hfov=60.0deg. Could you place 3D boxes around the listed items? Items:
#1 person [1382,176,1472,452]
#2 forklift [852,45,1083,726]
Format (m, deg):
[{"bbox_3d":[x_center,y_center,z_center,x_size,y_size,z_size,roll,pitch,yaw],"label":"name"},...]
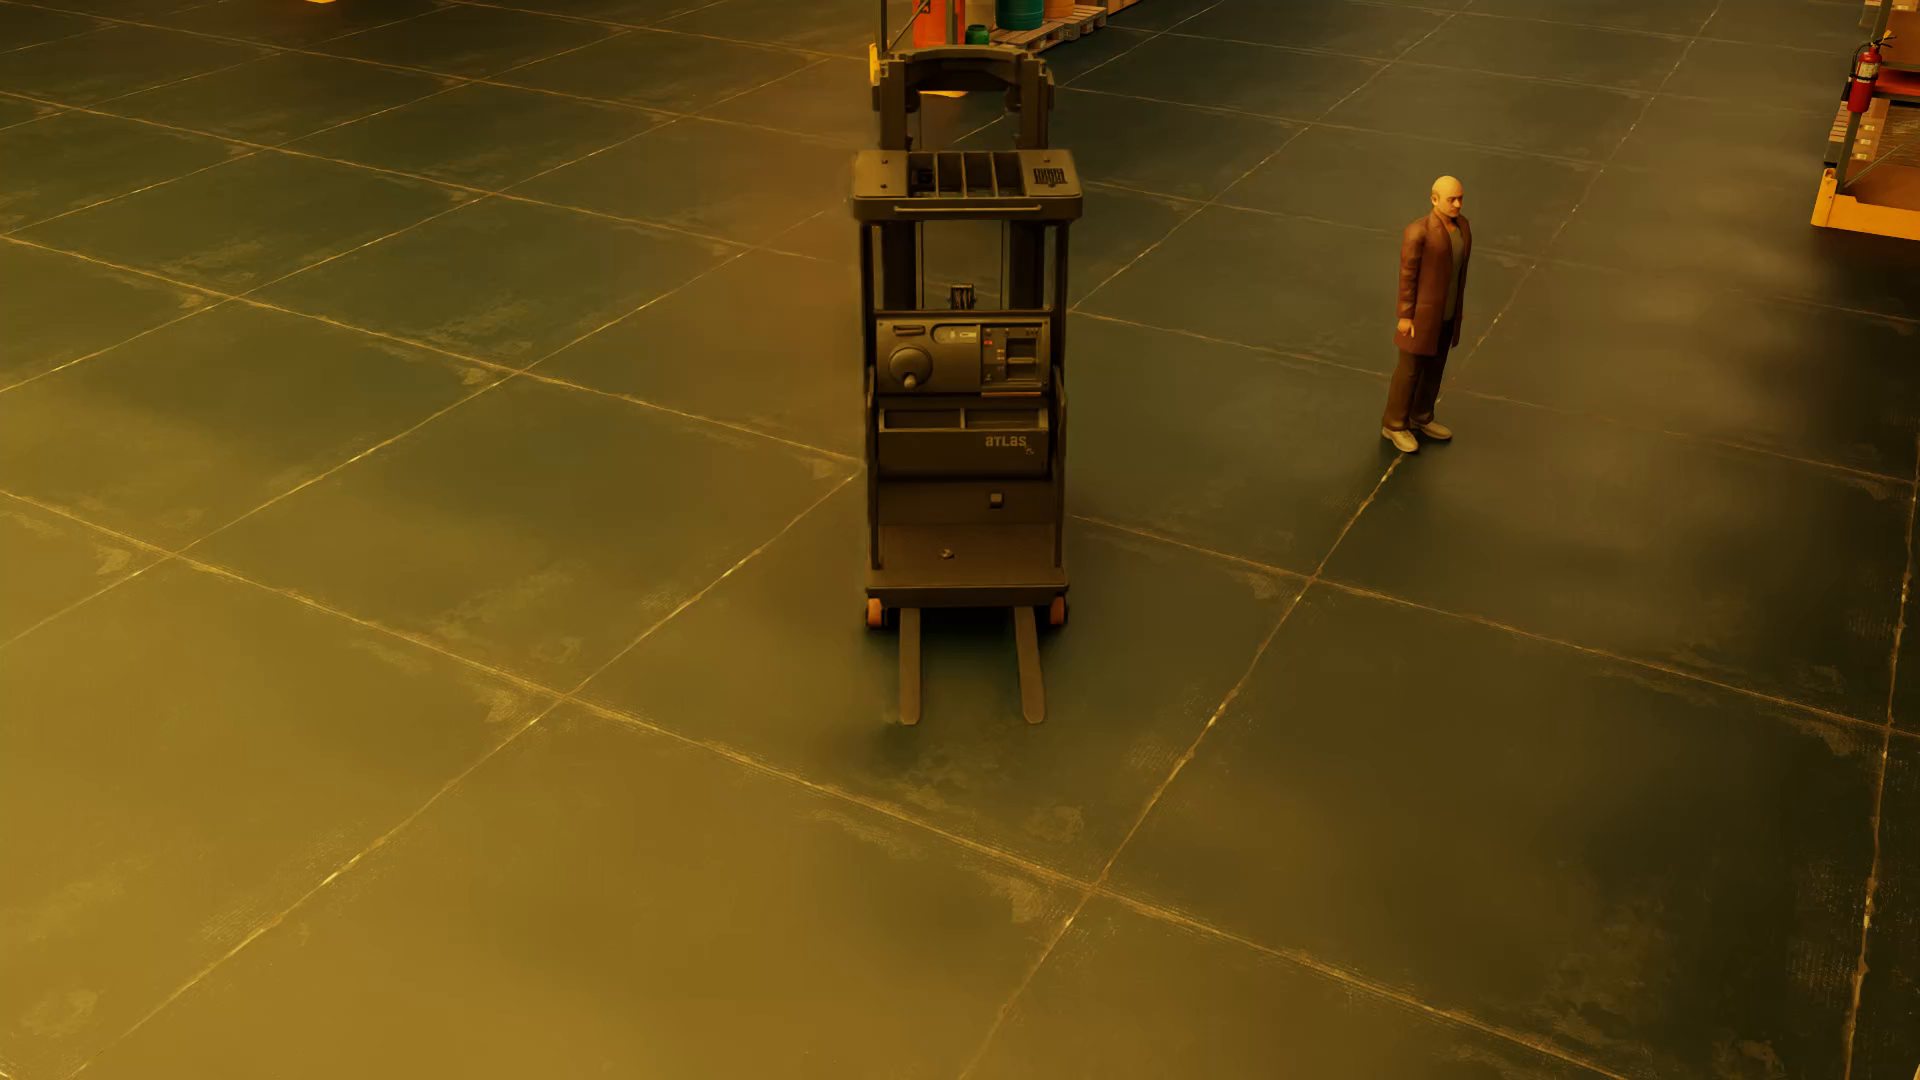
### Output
[{"bbox_3d":[3.073,-1.468,10.763,0.563,1.783,0.384,-19,35,-29],"label":"person"},{"bbox_3d":[0.027,-0.946,8.711,1.130,2.935,3.031,-1,30,-1],"label":"forklift"}]
